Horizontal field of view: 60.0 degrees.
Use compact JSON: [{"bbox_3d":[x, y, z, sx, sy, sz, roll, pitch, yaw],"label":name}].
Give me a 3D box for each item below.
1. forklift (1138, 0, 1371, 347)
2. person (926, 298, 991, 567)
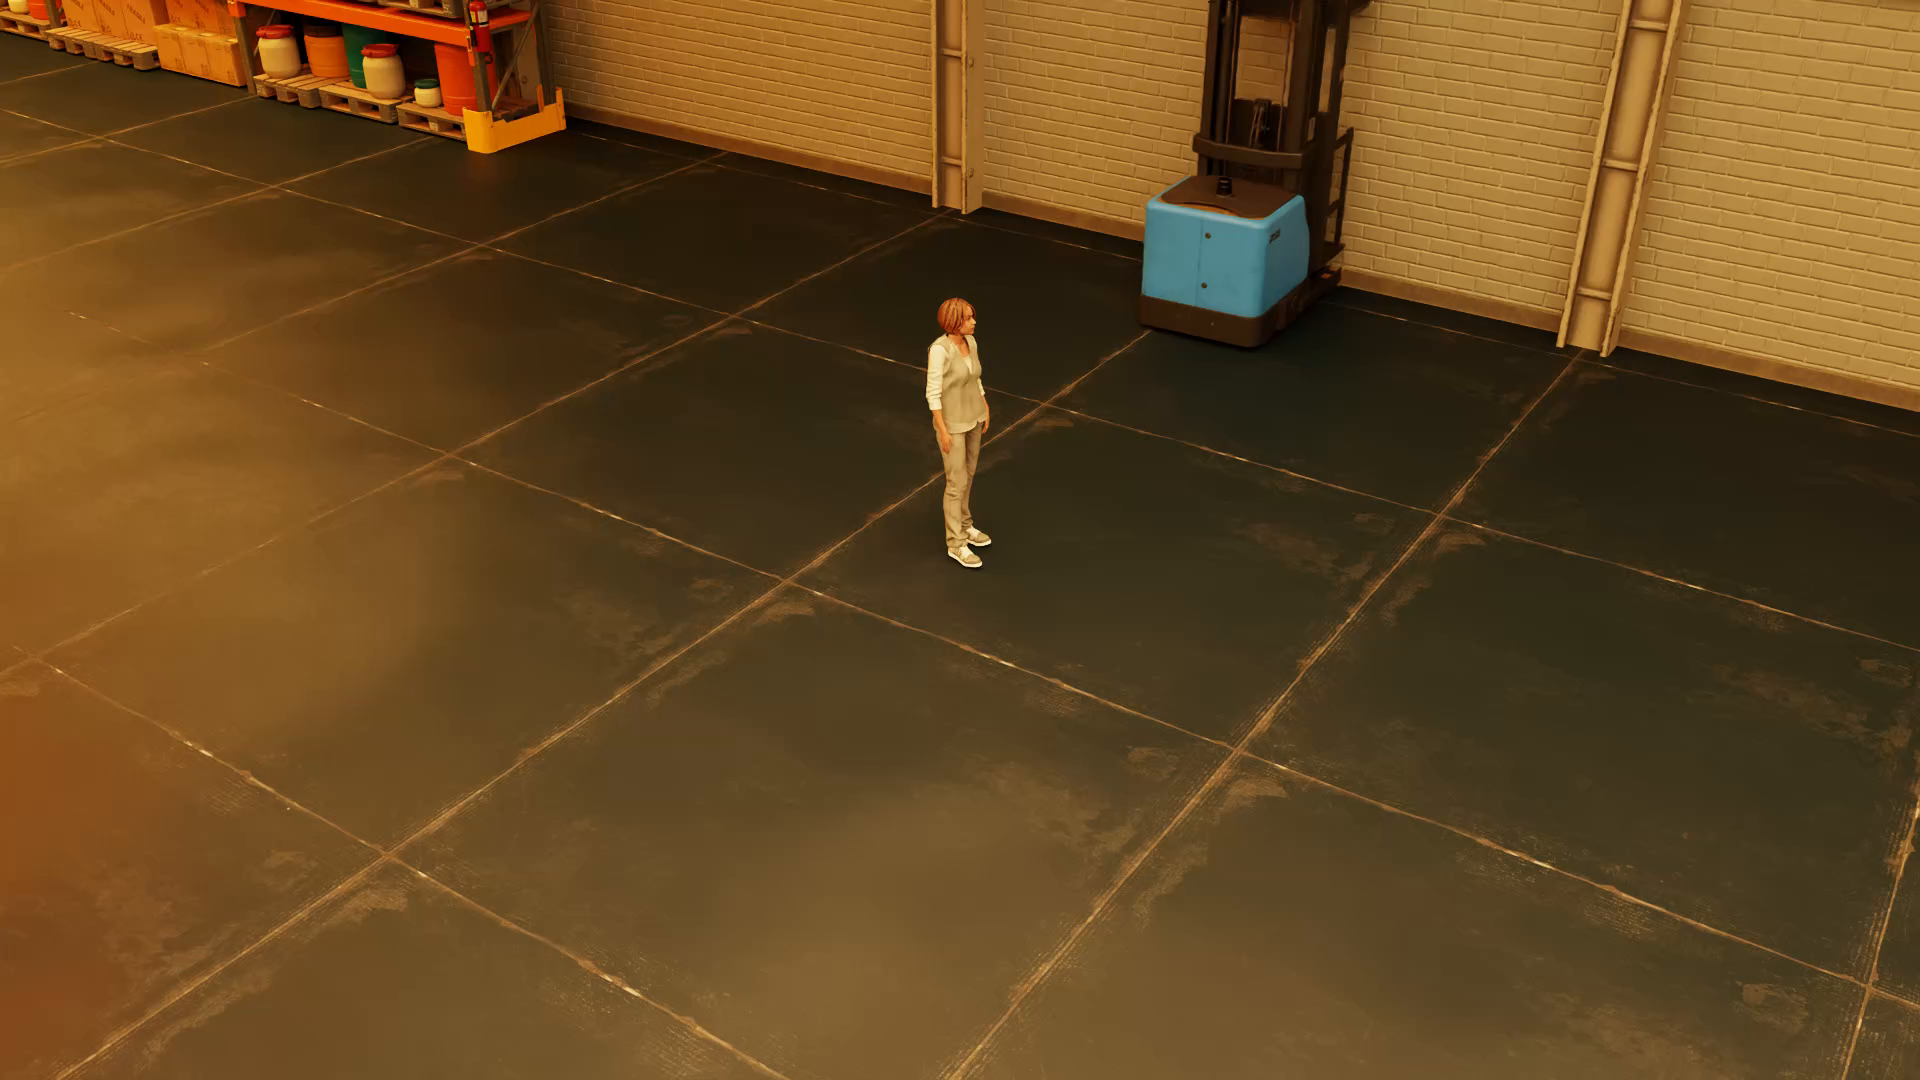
[{"bbox_3d":[2.632,-3.470,13.557,1.130,2.935,3.031,17,34,27],"label":"forklift"},{"bbox_3d":[0.054,-0.670,10.049,0.473,1.599,0.520,19,35,29],"label":"person"}]
